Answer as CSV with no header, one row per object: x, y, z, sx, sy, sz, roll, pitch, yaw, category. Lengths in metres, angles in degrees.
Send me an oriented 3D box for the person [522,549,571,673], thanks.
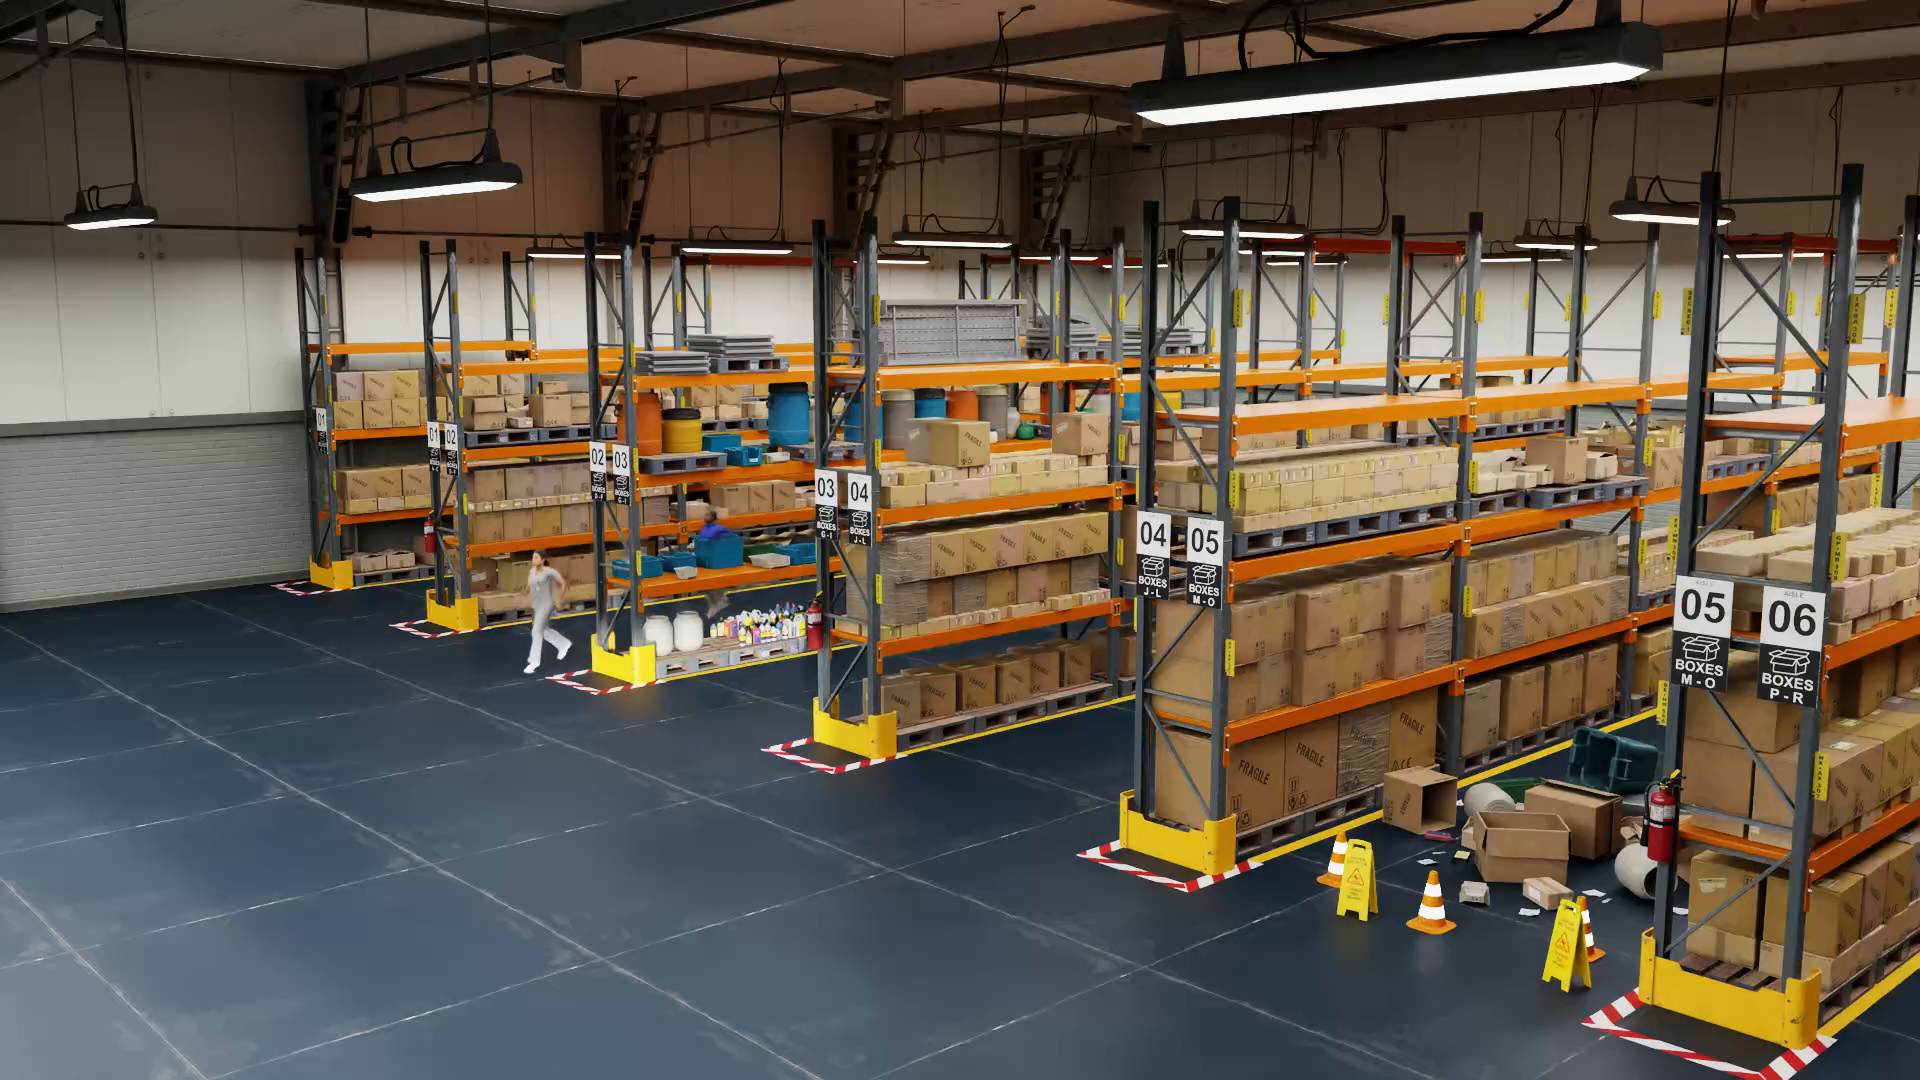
-5.803,0.952,23.220,0.602,1.677,0.929,6,10,34,person

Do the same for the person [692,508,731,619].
-3.862,0.357,25.883,0.584,1.708,0.717,8,12,44,person
